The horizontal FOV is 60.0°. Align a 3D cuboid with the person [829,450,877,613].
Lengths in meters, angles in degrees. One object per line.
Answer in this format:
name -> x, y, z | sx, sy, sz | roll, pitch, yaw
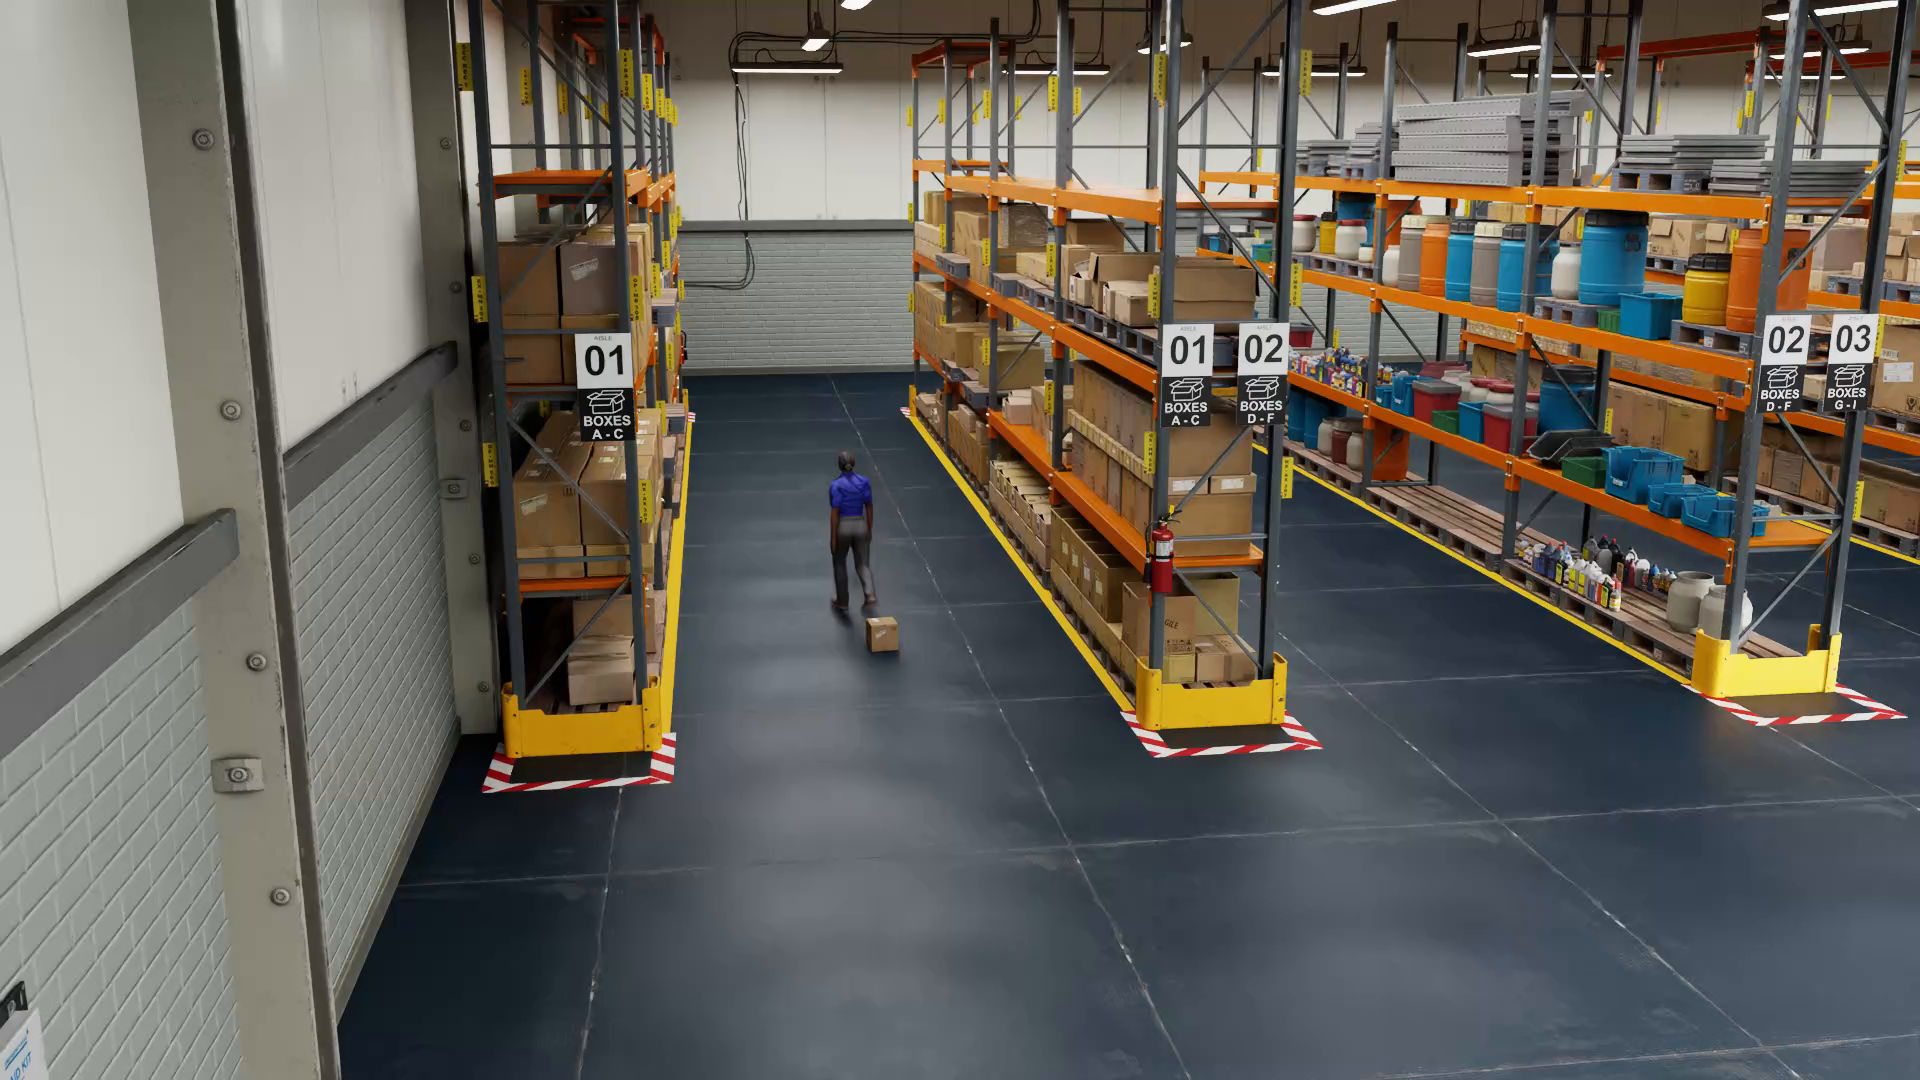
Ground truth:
person -> -1.039, -0.066, 16.251 | 0.459, 1.617, 0.882 | -5, 14, -21
